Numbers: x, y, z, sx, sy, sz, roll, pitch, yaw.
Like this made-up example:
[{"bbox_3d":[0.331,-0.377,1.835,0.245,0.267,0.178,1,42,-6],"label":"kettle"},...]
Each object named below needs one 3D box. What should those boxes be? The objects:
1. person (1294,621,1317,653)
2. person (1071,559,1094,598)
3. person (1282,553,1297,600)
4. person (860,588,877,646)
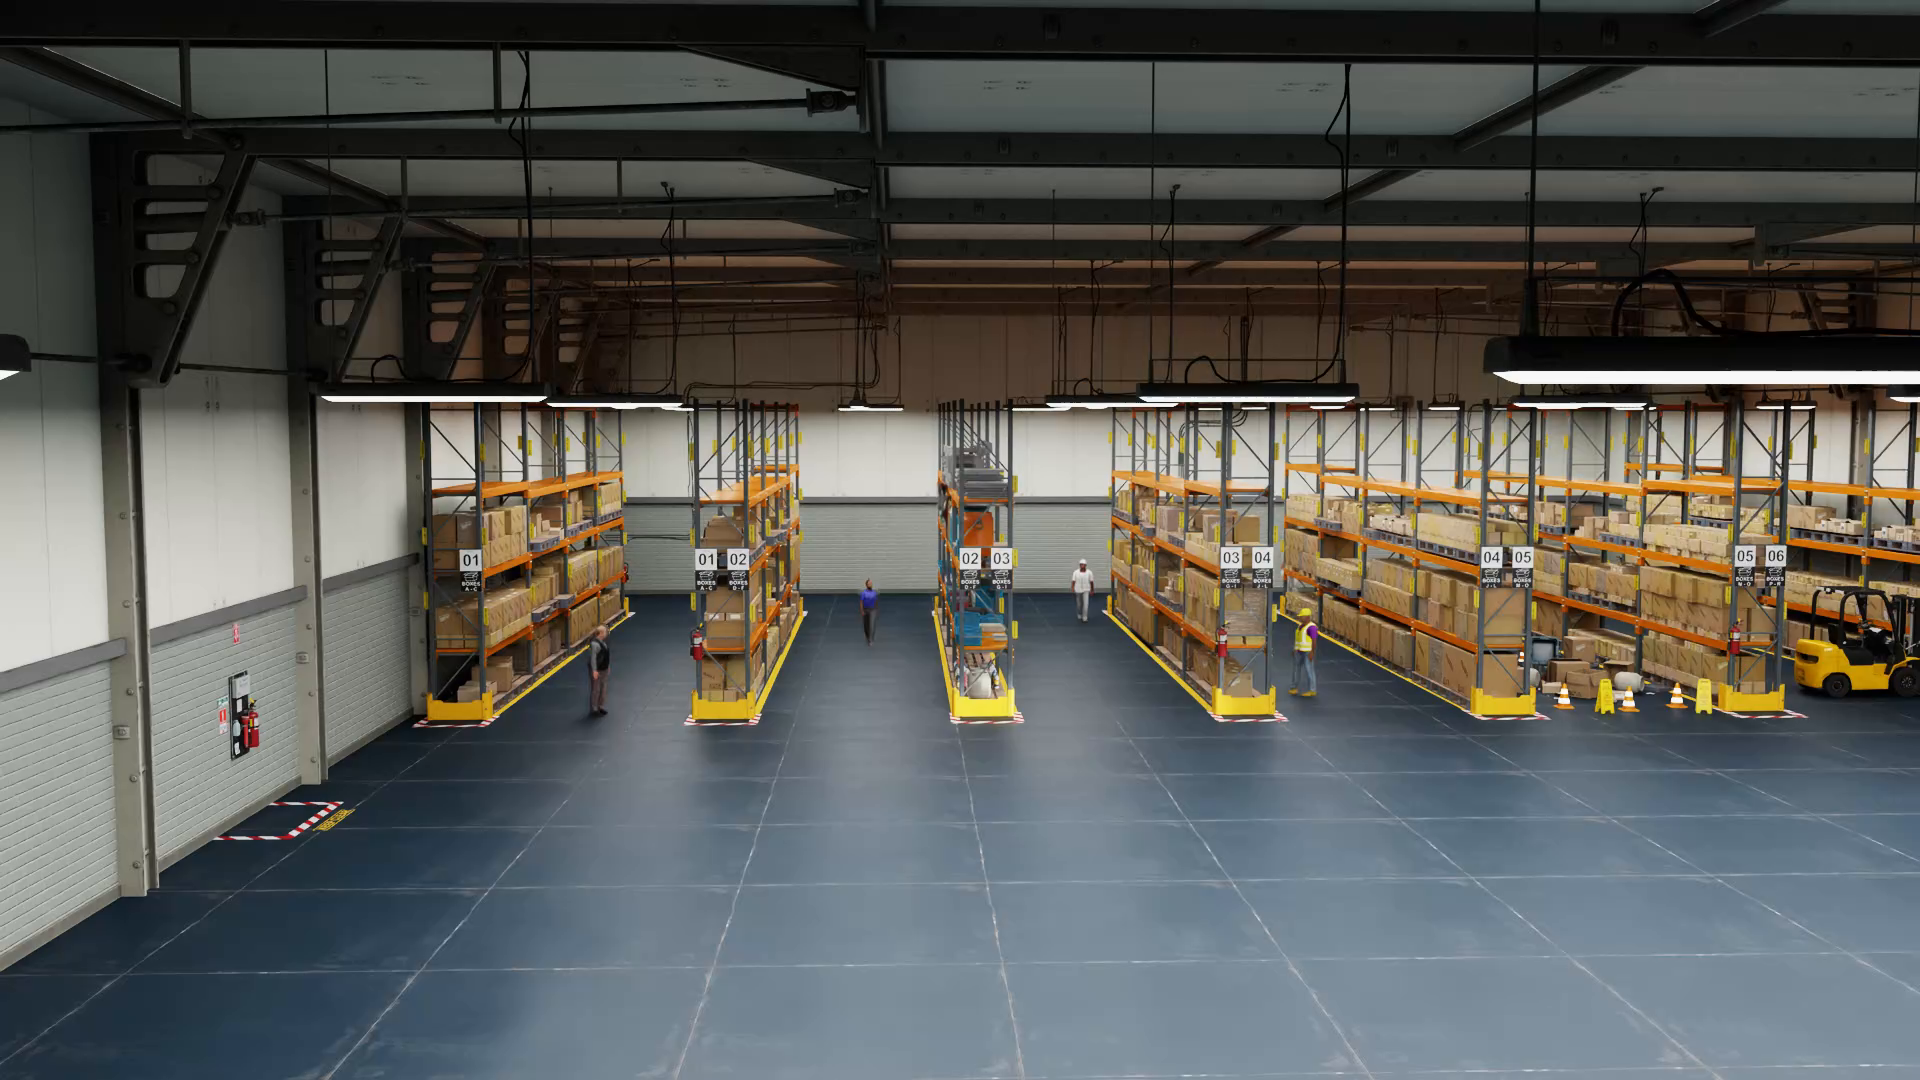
[{"bbox_3d":[7.026,1.961,33.802,0.390,0.635,0.573,-3,6,-39],"label":"person"},{"bbox_3d":[3.359,1.071,45.594,0.639,1.070,0.436,0,4,4],"label":"person"},{"bbox_3d":[10.105,1.136,50.751,0.554,1.523,0.478,0,4,1],"label":"person"},{"bbox_3d":[-2.258,1.980,40.984,0.413,1.202,1.023,1,4,8],"label":"person"}]
